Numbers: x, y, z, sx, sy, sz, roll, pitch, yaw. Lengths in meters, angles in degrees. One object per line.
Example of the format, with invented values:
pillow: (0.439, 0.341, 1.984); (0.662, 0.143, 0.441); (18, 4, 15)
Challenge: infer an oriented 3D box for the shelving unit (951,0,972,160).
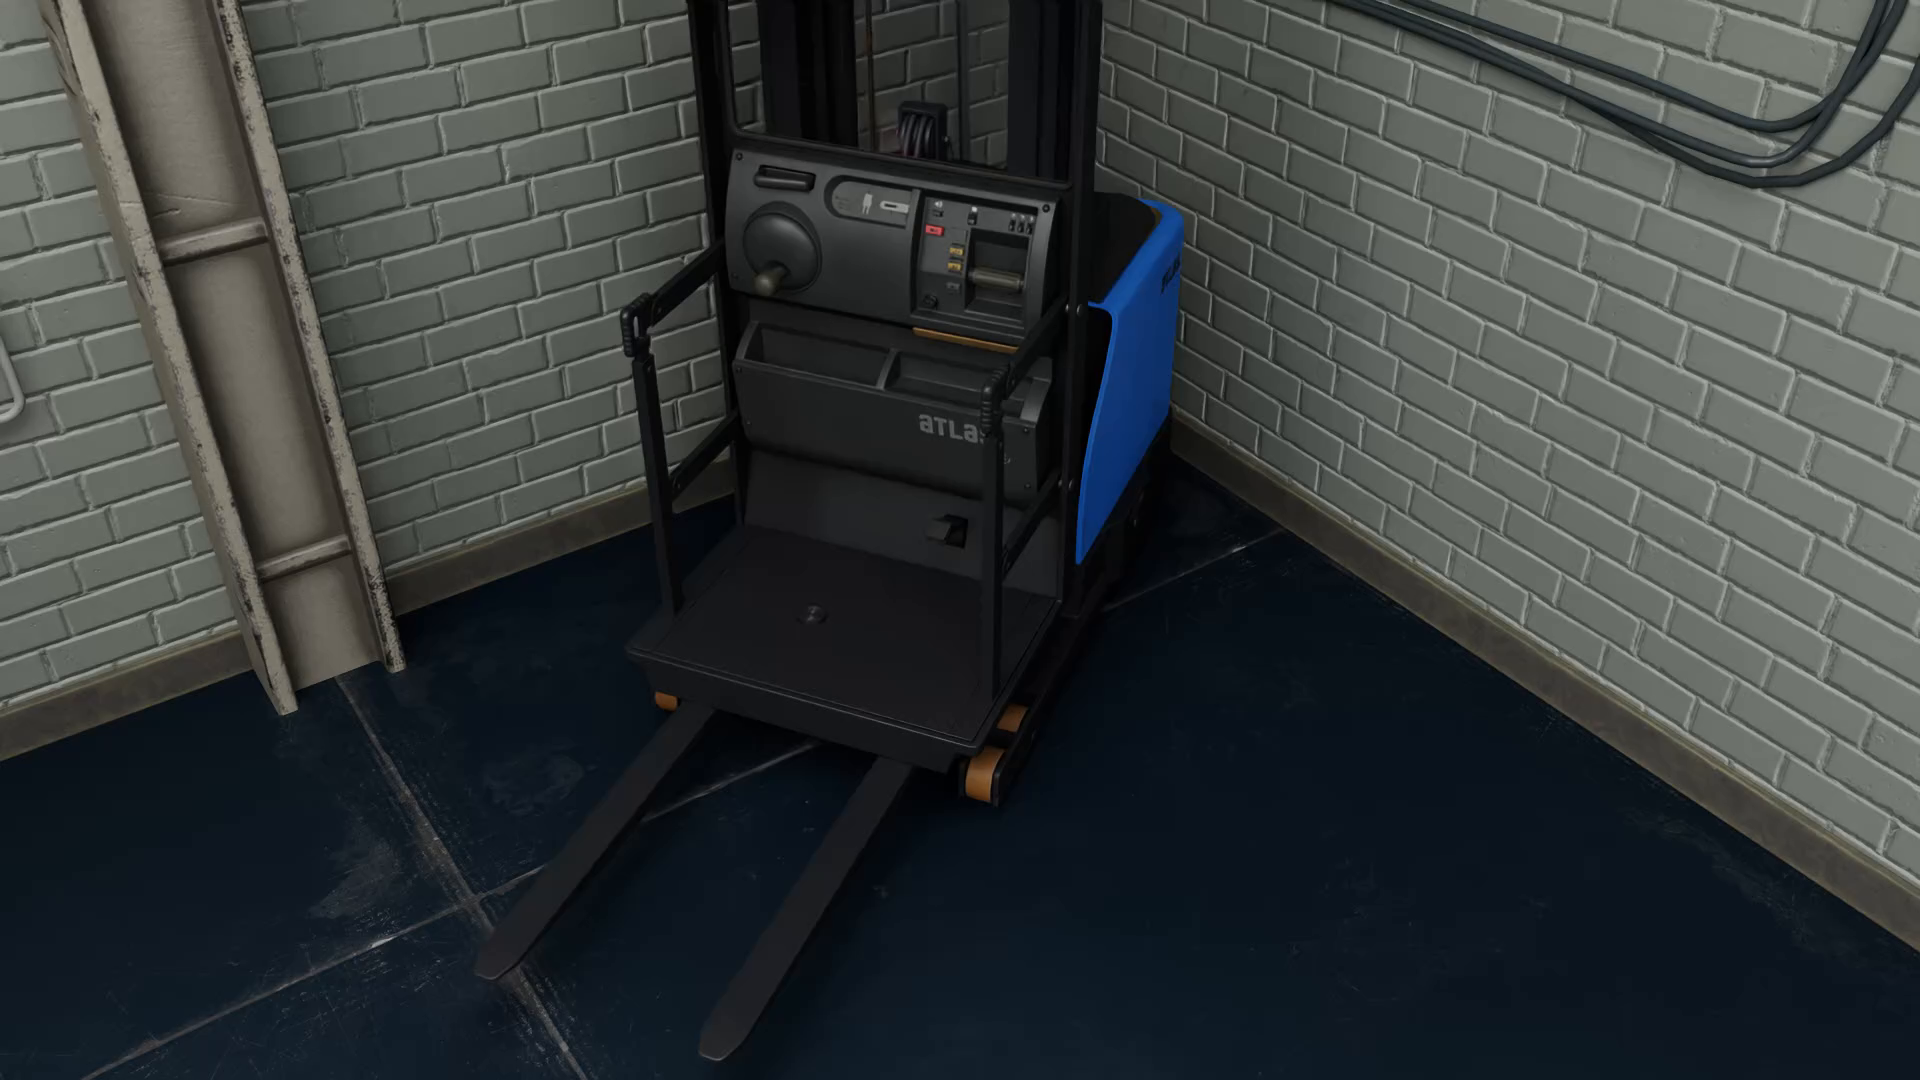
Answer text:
shelving unit: (0.444, -1.255, 6.109); (1.048, 1.500, 0.538); (-7, 21, -16)

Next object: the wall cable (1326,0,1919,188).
wall cable: (1.145, -2.413, 4.057); (0.112, 2.526, 3.097); (-22, 41, -28)

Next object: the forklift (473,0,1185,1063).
forklift: (-0.276, -0.727, 4.251); (1.130, 2.935, 3.031); (13, 38, 18)

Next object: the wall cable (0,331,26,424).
wall cable: (-3.182, -0.800, 3.424); (1.851, 1.984, 0.084); (-22, 41, -28)

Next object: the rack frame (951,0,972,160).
rack frame: (-0.041, -1.195, 5.971); (0.032, 1.500, 0.500); (-7, 21, -16)
